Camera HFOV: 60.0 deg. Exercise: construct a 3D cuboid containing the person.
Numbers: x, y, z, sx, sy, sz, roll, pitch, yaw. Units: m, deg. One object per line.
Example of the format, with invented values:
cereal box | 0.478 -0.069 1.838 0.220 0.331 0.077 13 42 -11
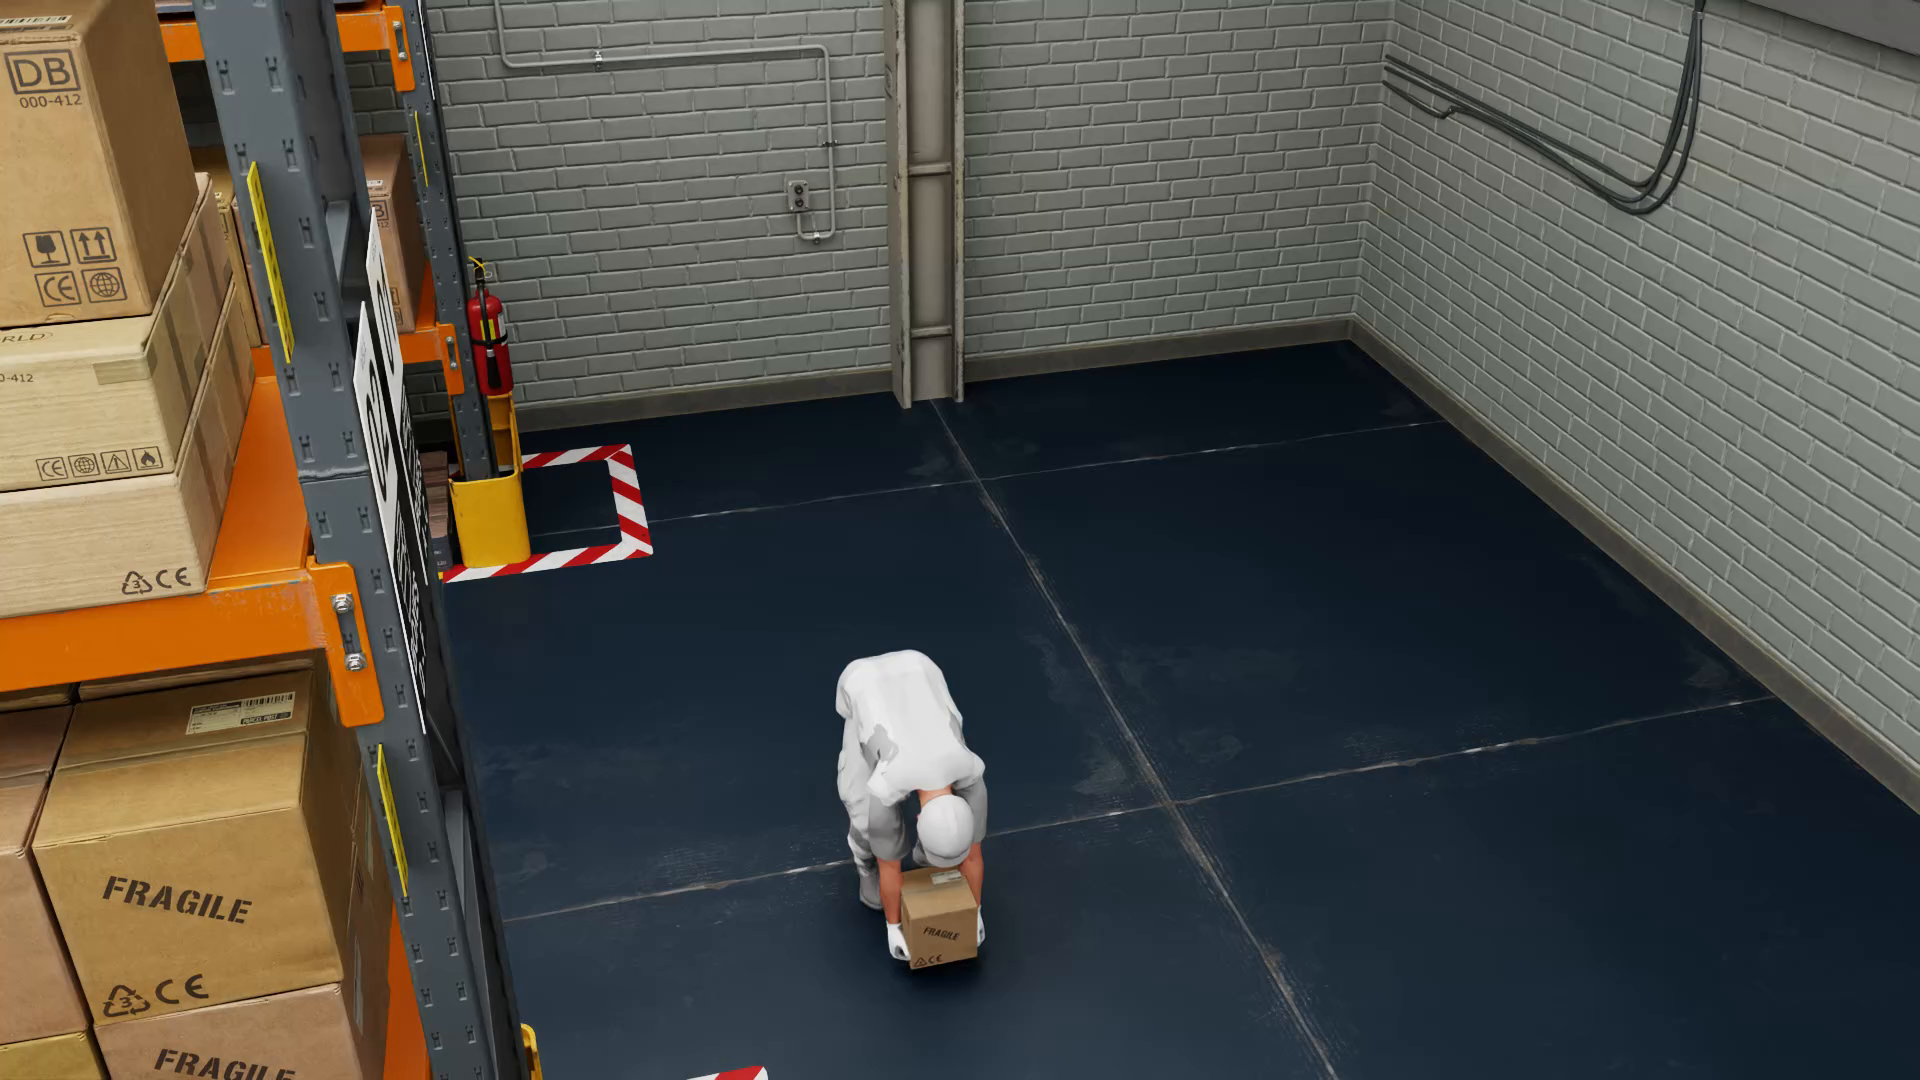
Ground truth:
person | -0.165 0.999 6.161 0.519 0.997 0.950 -9 31 -16
